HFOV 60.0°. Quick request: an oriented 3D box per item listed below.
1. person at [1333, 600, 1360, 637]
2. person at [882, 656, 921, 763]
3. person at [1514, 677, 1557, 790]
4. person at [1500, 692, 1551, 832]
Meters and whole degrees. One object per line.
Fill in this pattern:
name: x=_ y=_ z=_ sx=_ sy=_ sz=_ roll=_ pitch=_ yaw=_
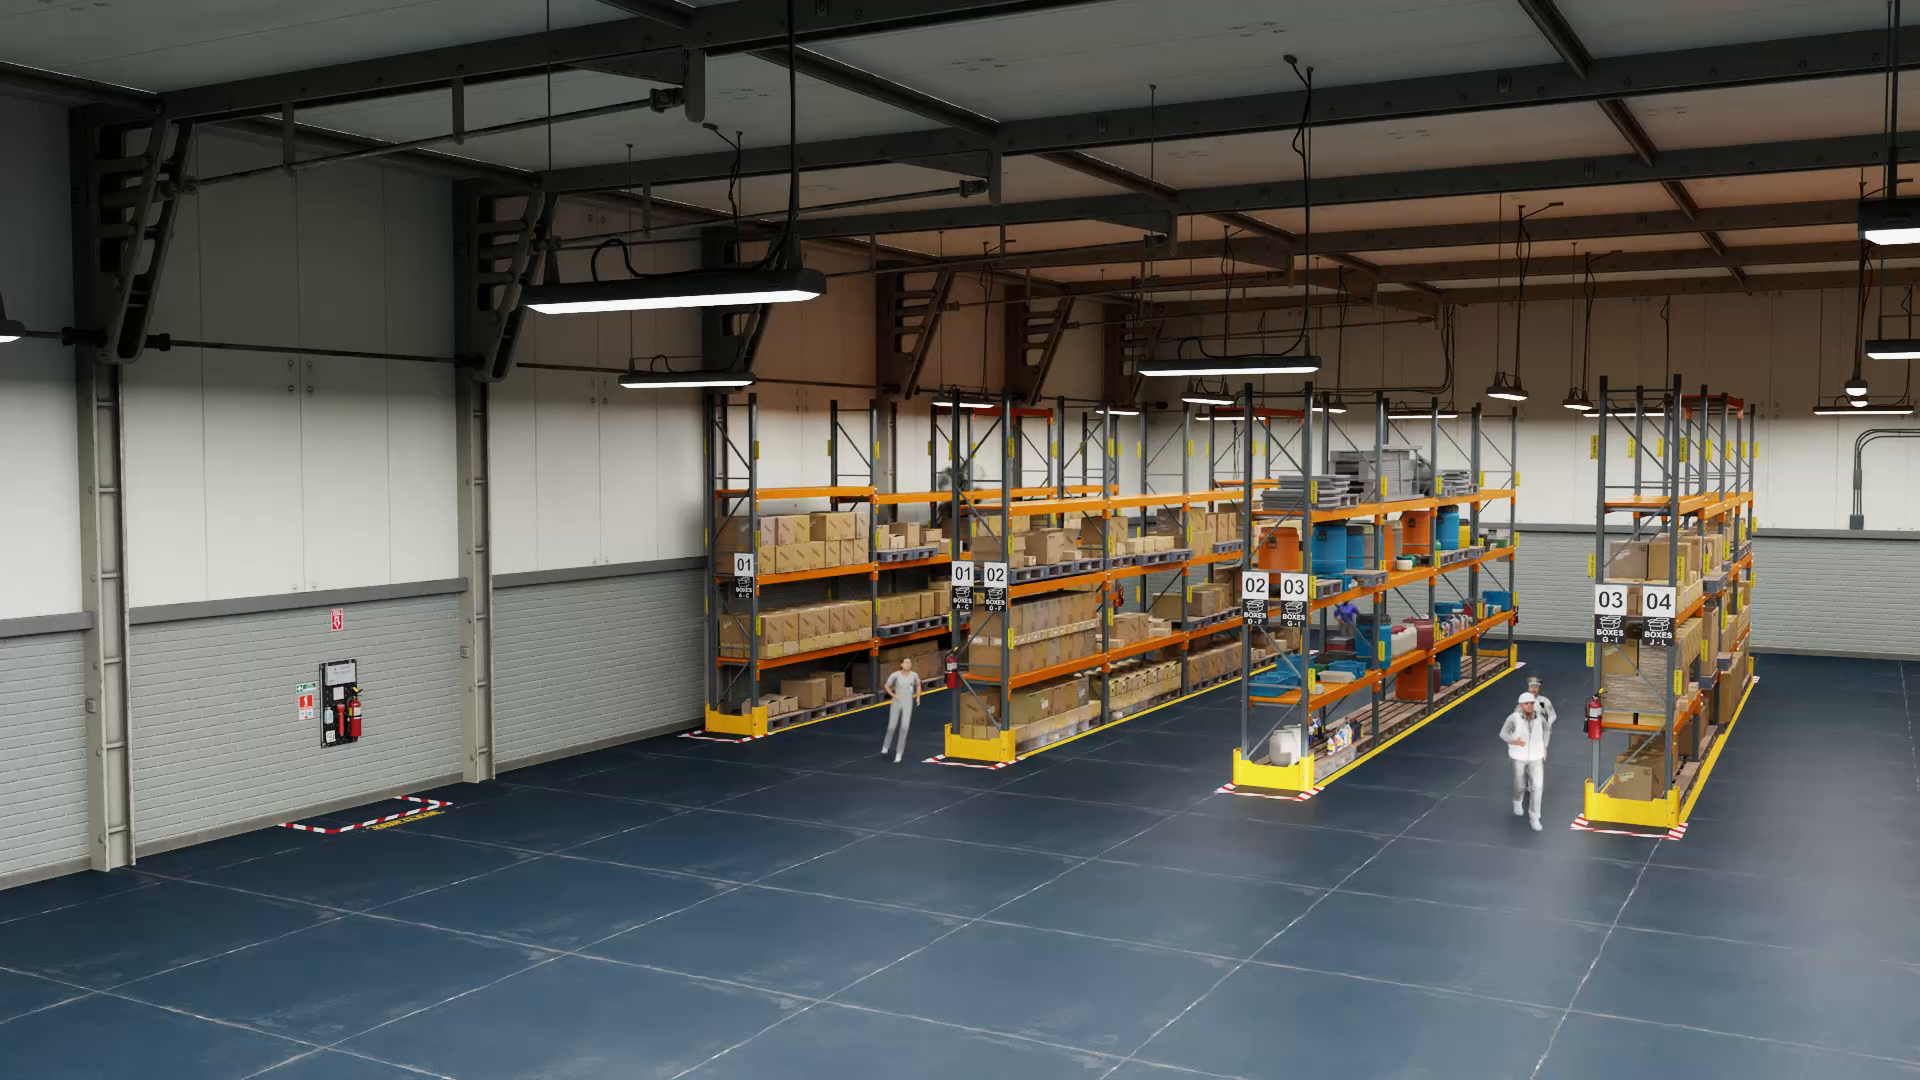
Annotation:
person: x=9.078 y=2.120 z=39.068 sx=0.610 sy=1.525 sz=0.539 roll=1 pitch=3 yaw=15
person: x=-0.934 y=2.715 z=26.993 sx=0.649 sy=1.683 sz=0.838 roll=0 pitch=3 yaw=-8
person: x=8.498 y=2.848 z=24.607 sx=0.615 sy=1.658 sz=0.642 roll=1 pitch=3 yaw=22
person: x=7.572 y=2.918 z=22.249 sx=0.692 sy=1.786 sz=0.927 roll=0 pitch=3 yaw=8
